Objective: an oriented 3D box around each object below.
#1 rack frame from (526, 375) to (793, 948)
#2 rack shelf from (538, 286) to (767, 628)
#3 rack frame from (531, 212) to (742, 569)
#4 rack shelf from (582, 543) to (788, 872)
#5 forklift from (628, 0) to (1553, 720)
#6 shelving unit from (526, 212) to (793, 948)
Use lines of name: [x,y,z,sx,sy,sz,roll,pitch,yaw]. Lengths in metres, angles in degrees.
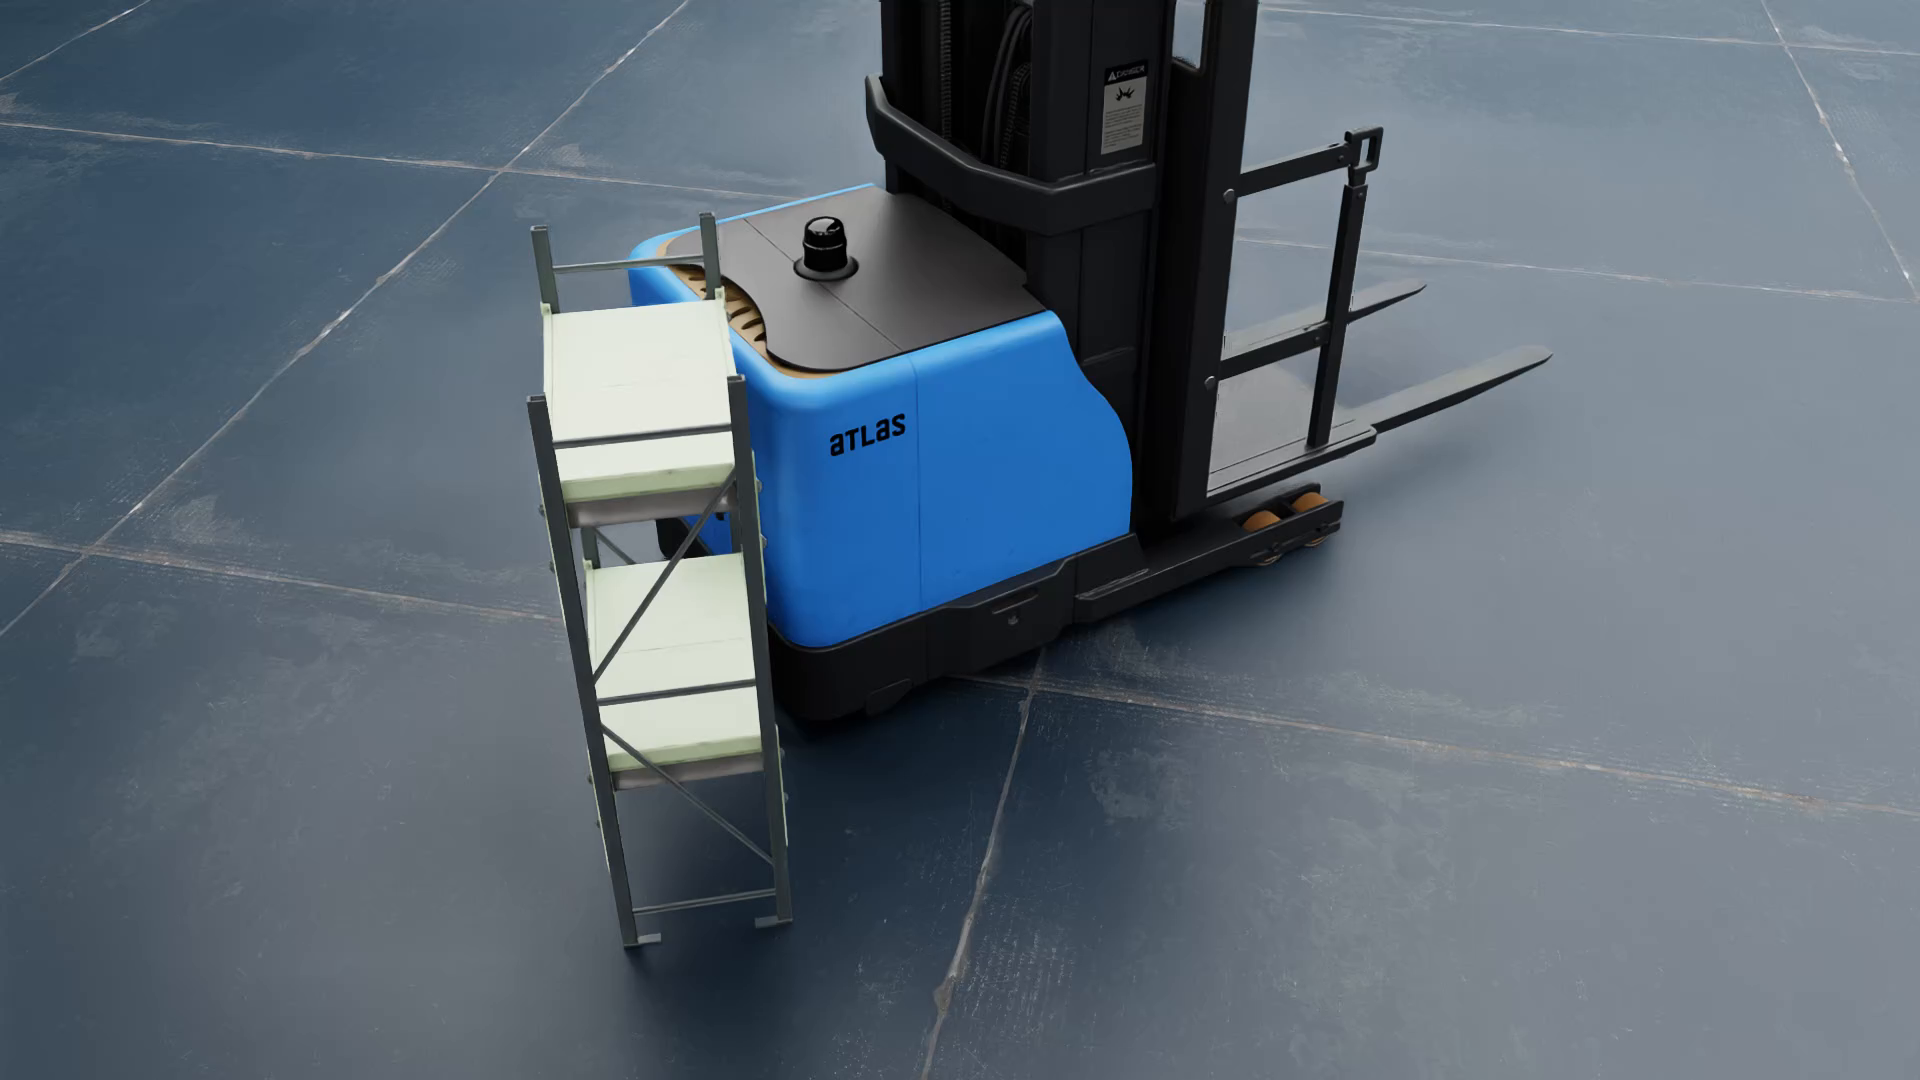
rack frame: [-0.599,0.326,3.522,0.400,1.500,0.023,-7,36,-9]
rack shelf: [-0.670,-0.201,3.584,0.431,0.370,0.720,-7,36,-9]
rack frame: [-0.742,-0.095,4.104,0.400,1.500,0.023,-7,36,-9]
rack shelf: [-0.670,0.379,4.004,0.431,0.370,0.720,-7,36,-9]
forklift: [0.598,-1.351,4.616,3.031,2.935,1.130,-20,40,-25]
shelving unit: [-0.670,0.115,3.813,0.431,1.500,0.755,-7,36,-9]
